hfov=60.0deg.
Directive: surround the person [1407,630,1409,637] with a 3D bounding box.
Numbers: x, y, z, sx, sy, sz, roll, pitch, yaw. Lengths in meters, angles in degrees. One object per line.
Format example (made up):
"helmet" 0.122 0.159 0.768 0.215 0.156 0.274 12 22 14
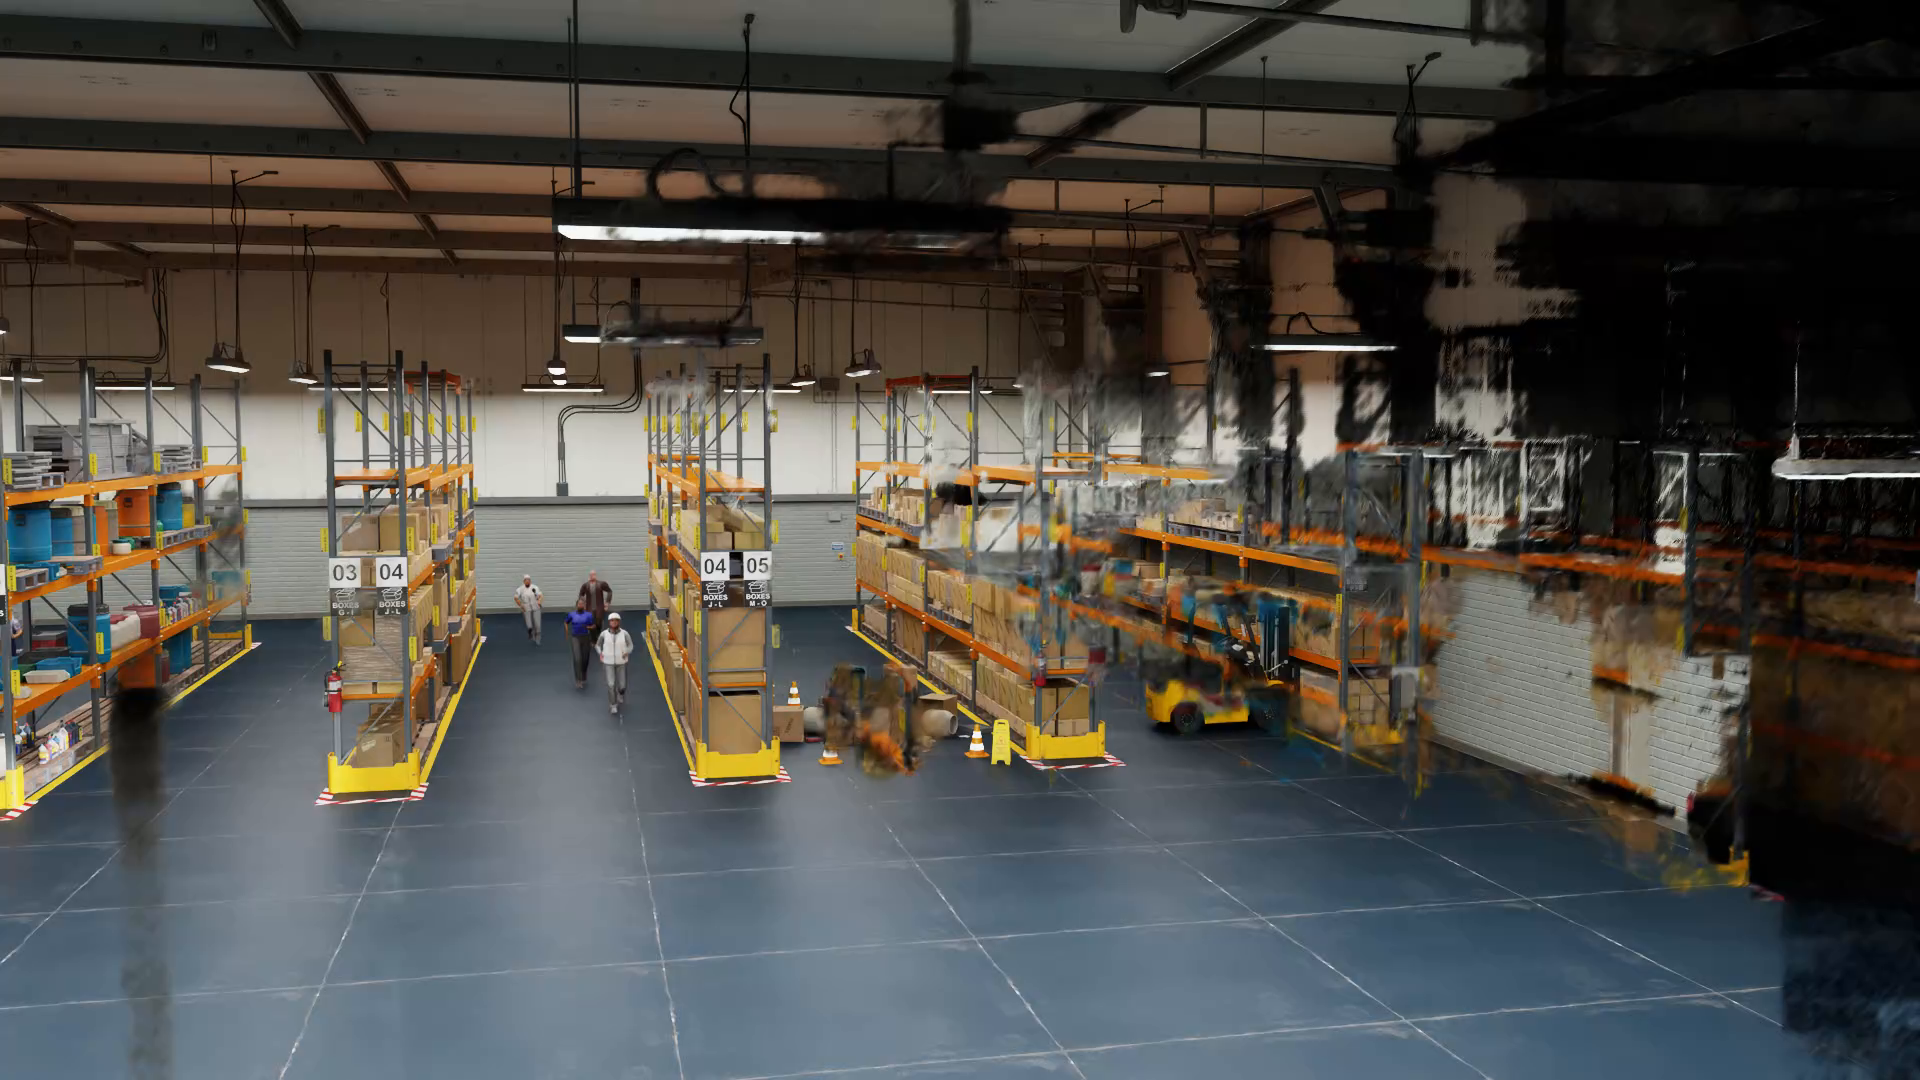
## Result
"person" -8.180 1.549 37.285 0.744 1.741 0.701 0 4 -4
